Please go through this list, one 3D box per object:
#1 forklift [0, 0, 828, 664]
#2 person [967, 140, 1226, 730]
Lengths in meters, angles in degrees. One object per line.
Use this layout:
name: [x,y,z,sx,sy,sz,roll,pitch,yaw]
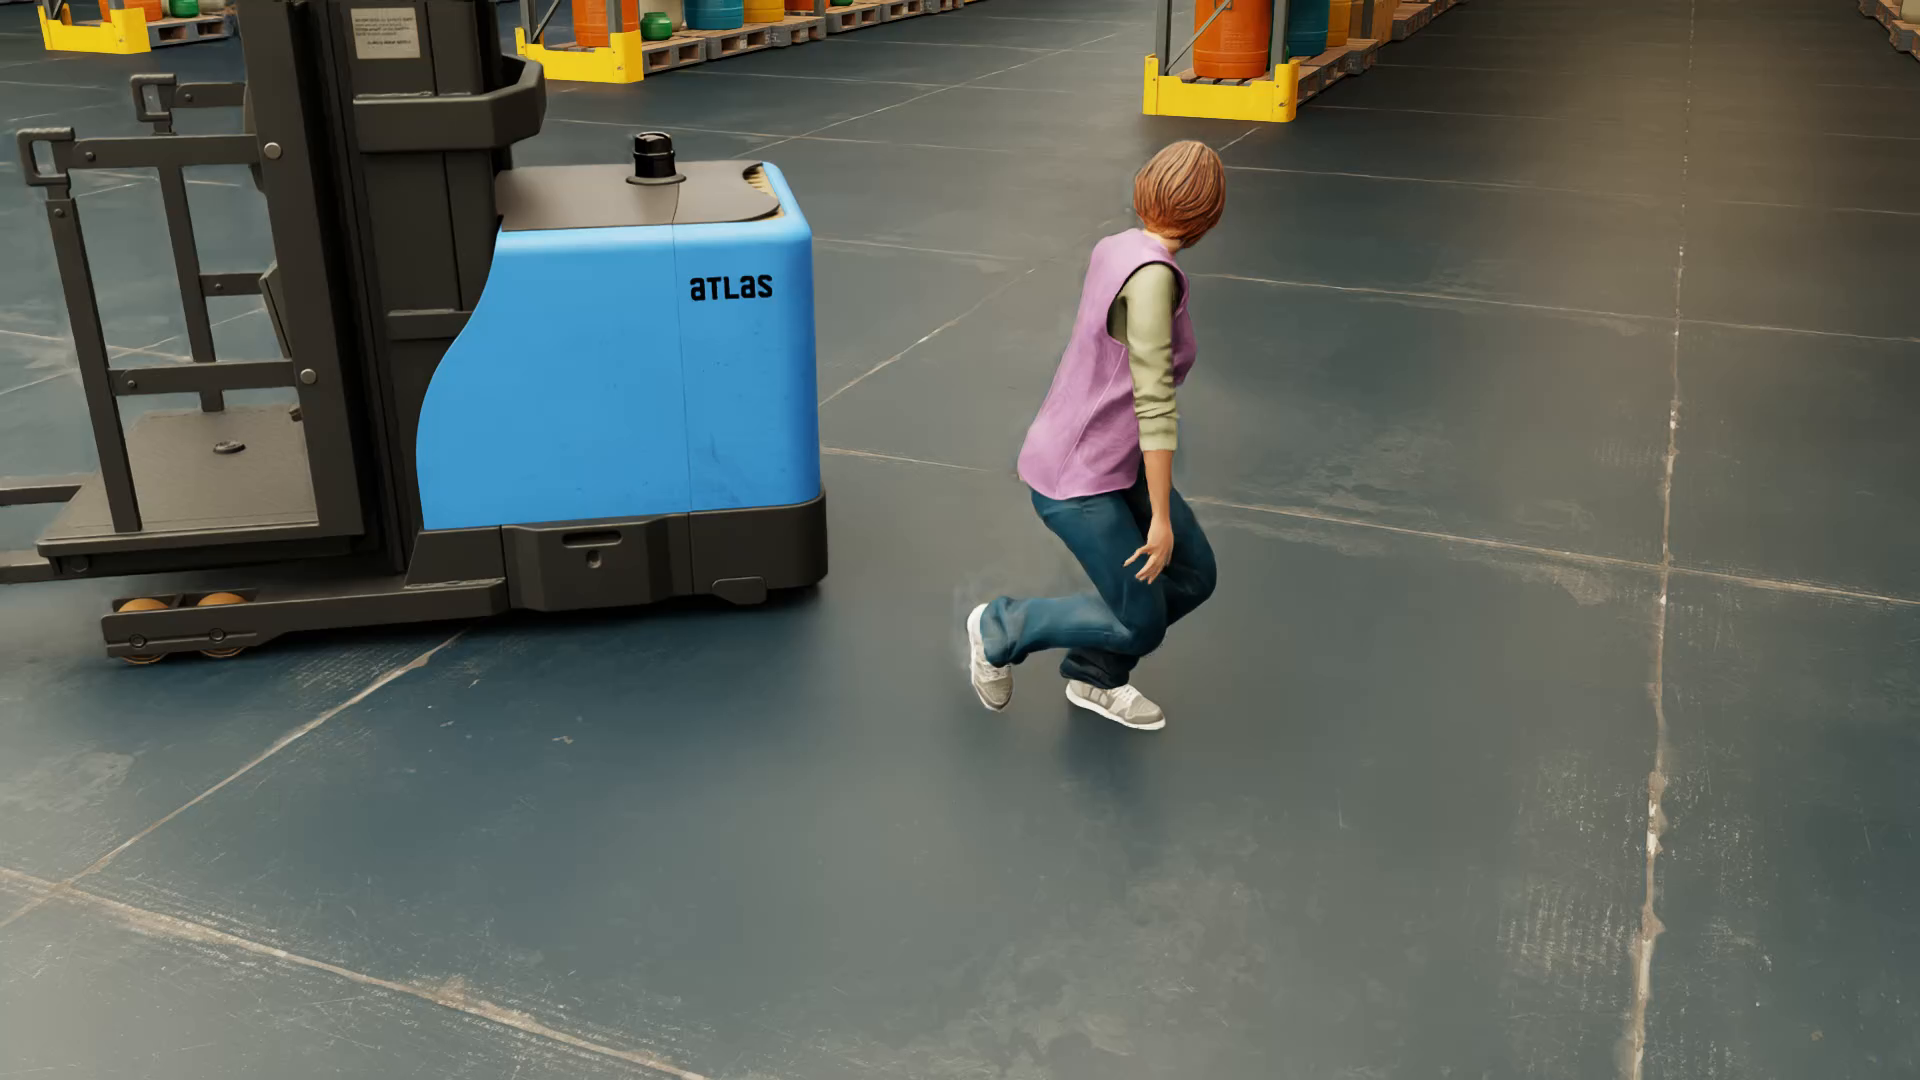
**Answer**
forklift: [-1.940,-1.251,4.284,3.031,2.935,1.130,-4,23,-10]
person: [0.304,-0.188,3.782,0.583,1.391,0.692,6,23,13]
